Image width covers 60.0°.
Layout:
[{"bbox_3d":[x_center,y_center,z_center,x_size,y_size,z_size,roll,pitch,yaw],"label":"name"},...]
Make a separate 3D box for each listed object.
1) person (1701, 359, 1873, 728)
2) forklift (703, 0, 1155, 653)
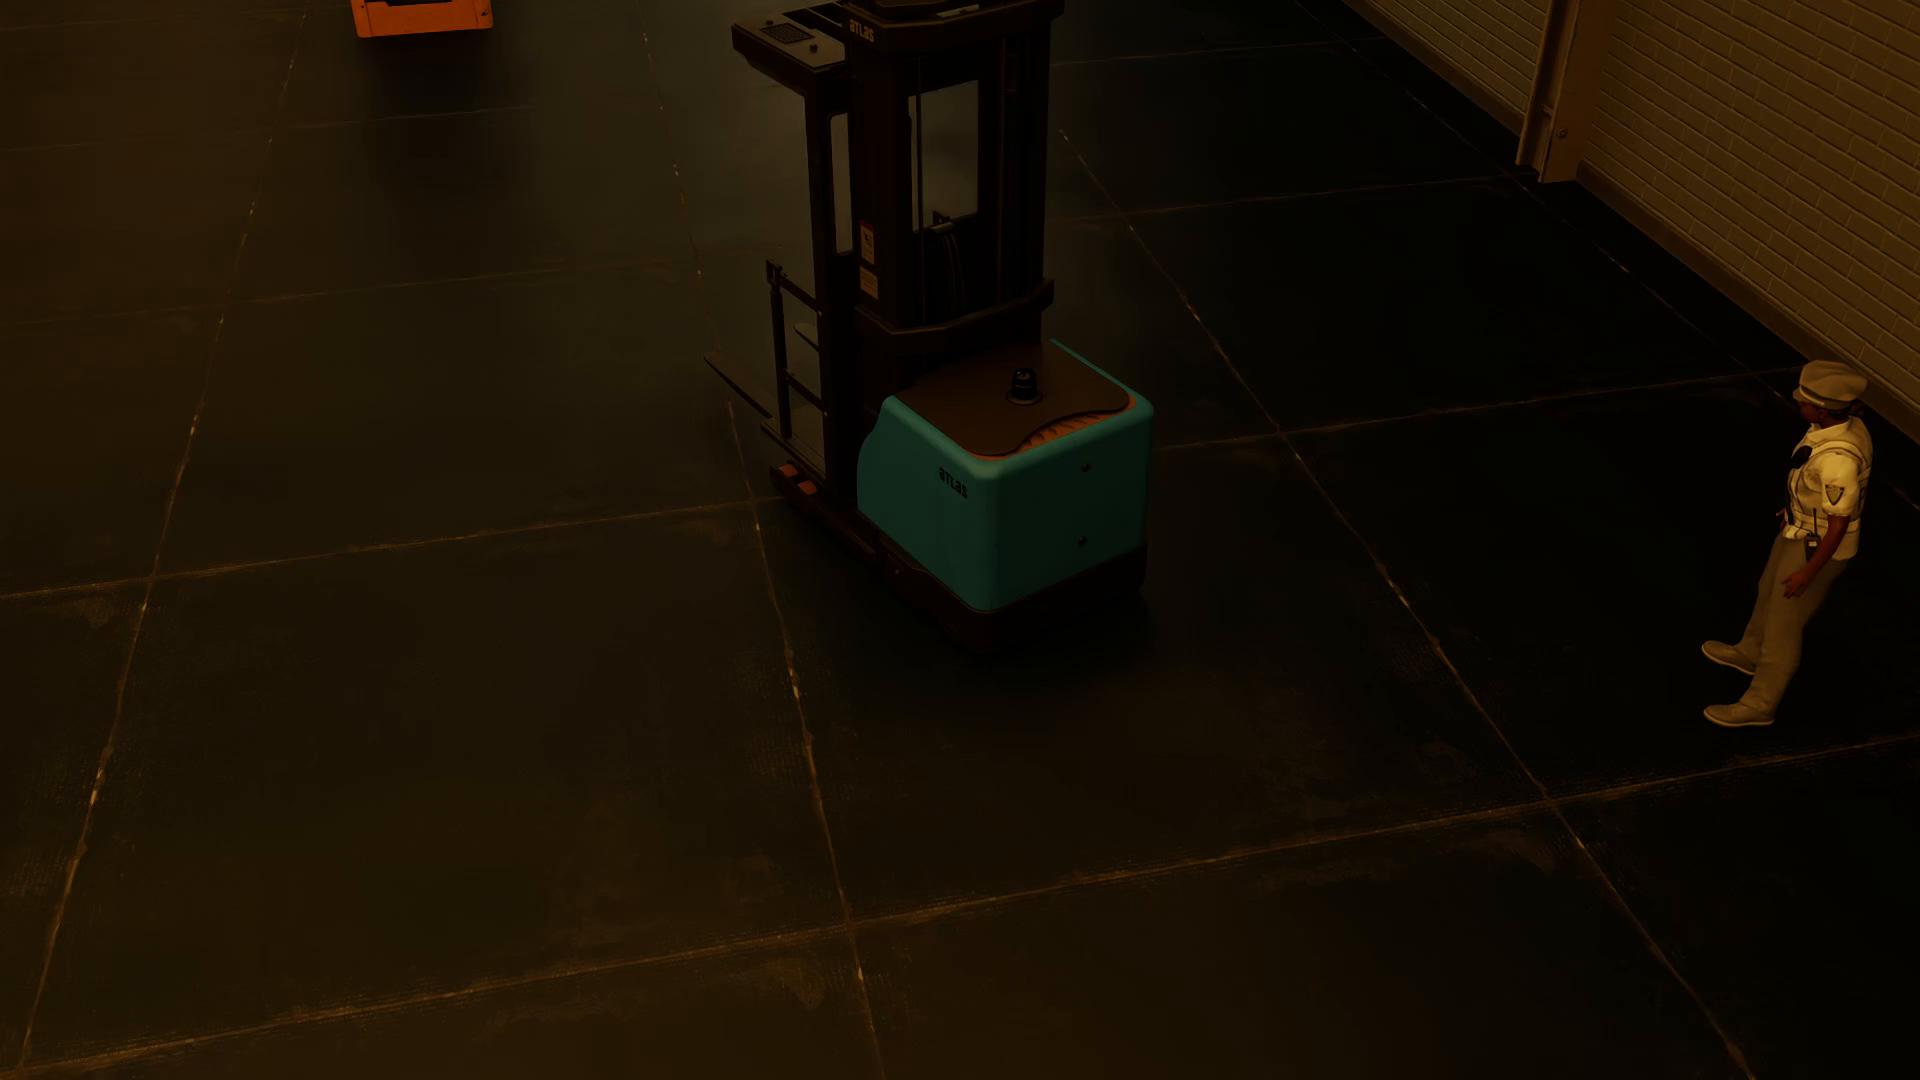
[{"bbox_3d":[3.591,0.022,7.115,0.430,1.664,0.620,15,38,19],"label":"person"},{"bbox_3d":[-0.350,-1.480,8.107,1.130,2.935,3.031,-22,41,-28],"label":"forklift"}]
